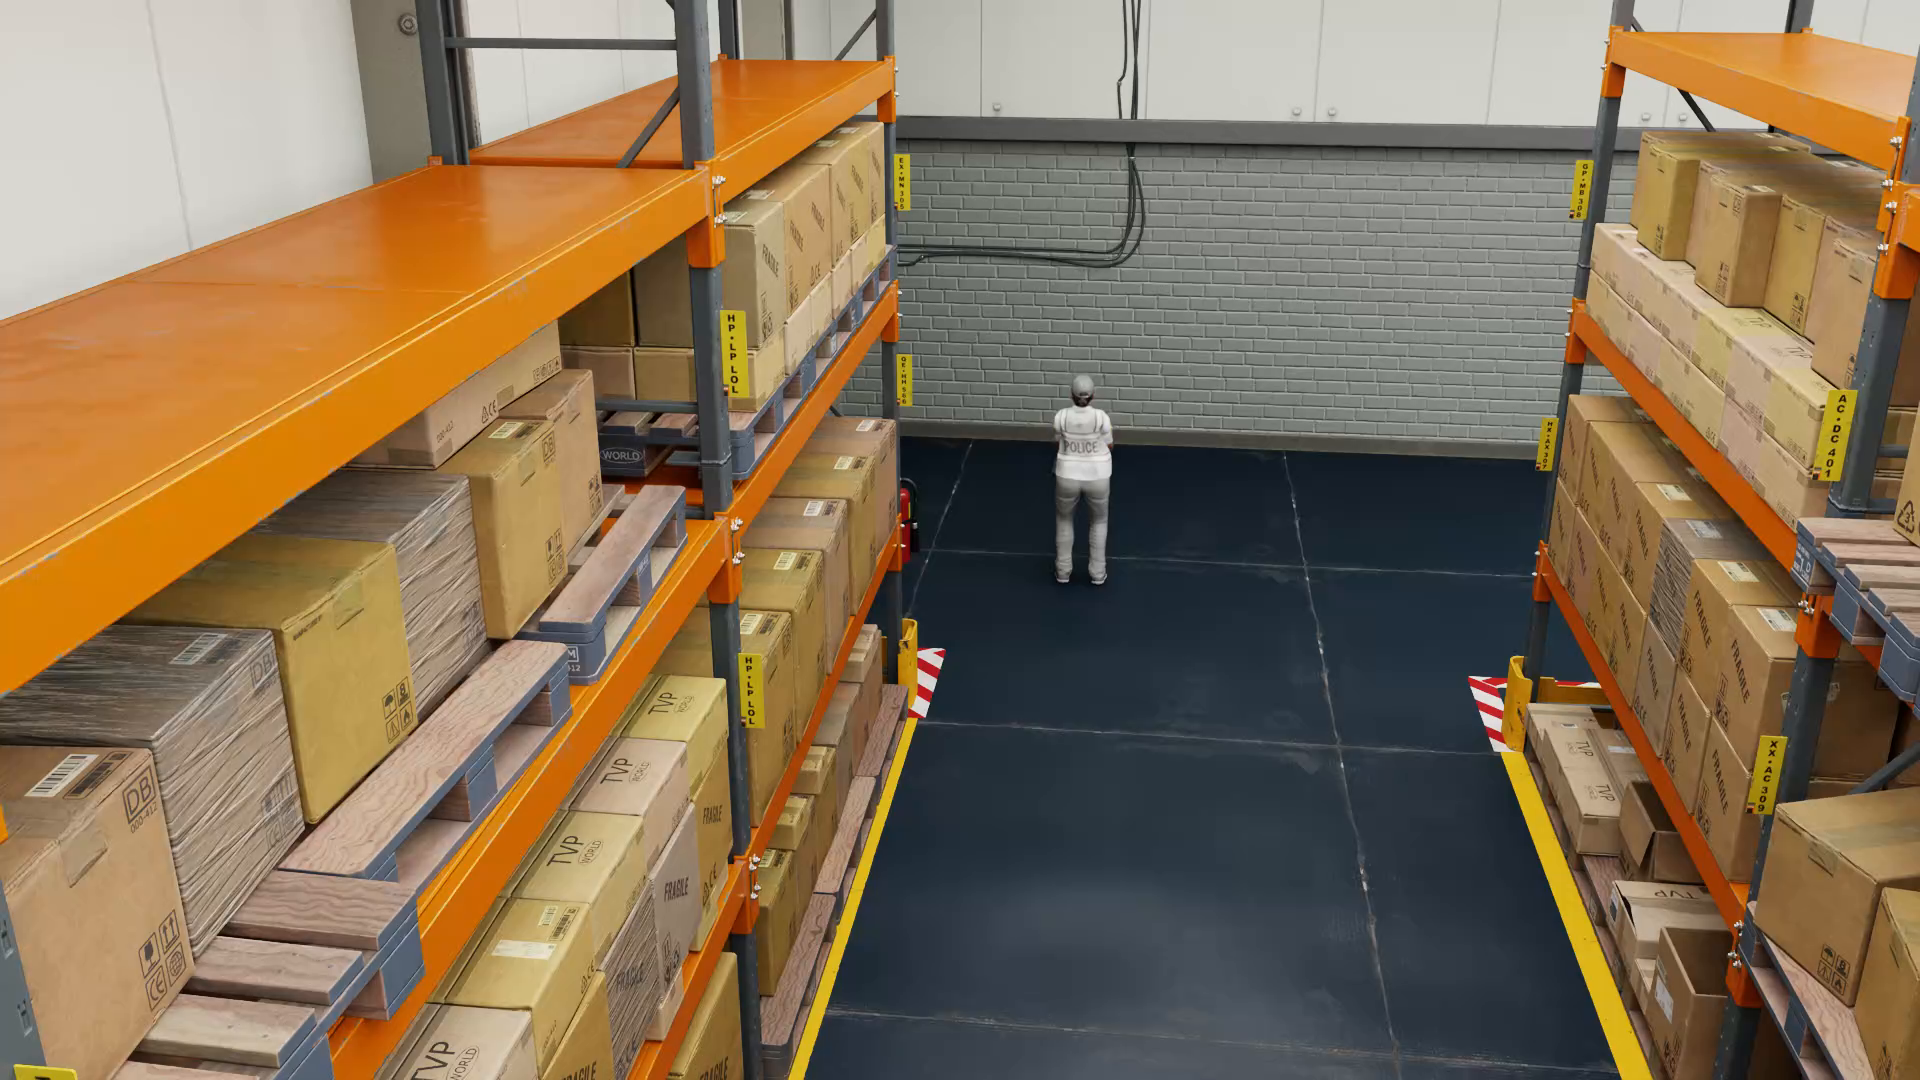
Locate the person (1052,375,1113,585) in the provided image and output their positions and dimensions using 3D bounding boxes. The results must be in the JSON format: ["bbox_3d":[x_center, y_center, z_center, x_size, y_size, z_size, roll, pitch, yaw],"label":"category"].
[{"bbox_3d":[0.938,-0.485,12.734,0.454,1.659,0.542,3,21,7],"label":"person"}]
